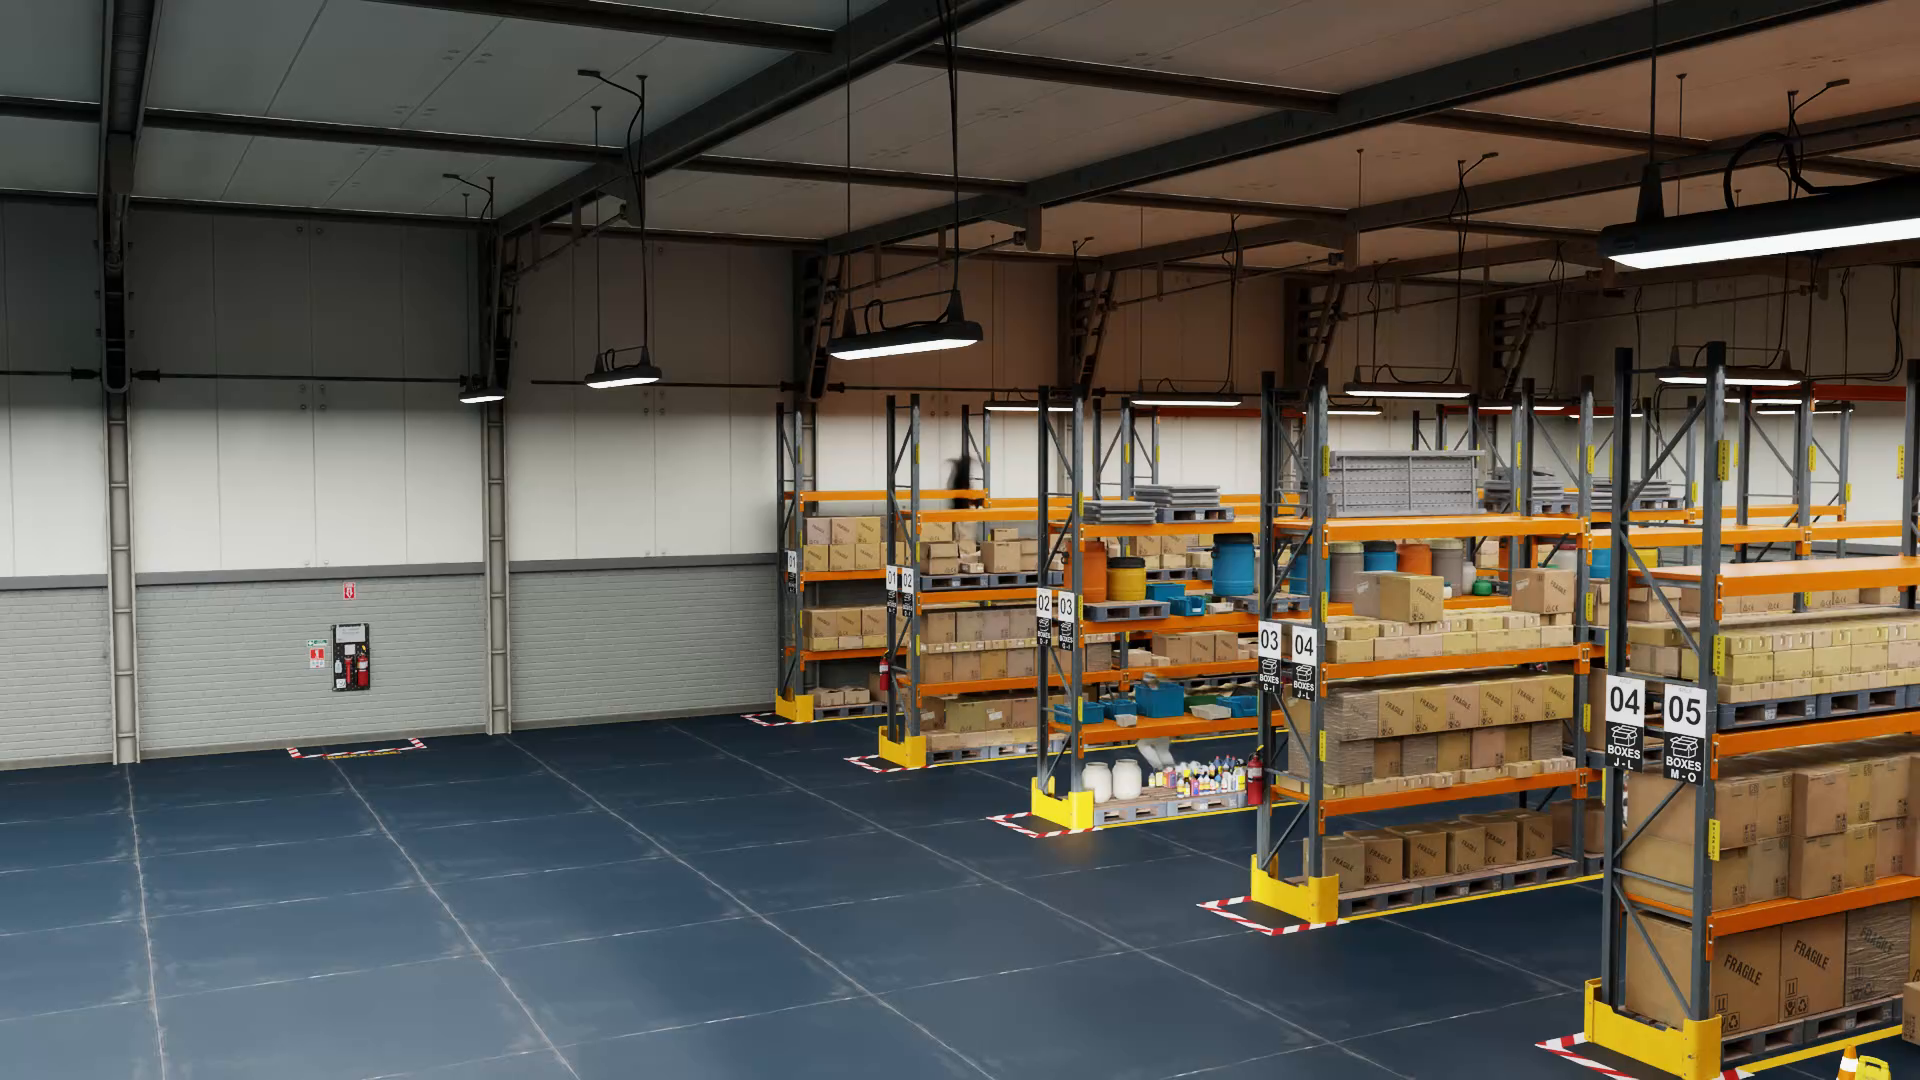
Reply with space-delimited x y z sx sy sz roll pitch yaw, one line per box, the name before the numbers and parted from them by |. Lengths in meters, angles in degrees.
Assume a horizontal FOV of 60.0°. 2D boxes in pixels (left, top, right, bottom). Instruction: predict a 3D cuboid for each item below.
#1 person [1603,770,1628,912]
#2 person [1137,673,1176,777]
person | 7.469 3.301 18.682 0.705 1.604 0.774 -1 3 -18
person | 3.010 2.866 25.444 0.730 1.692 0.662 0 3 -6
